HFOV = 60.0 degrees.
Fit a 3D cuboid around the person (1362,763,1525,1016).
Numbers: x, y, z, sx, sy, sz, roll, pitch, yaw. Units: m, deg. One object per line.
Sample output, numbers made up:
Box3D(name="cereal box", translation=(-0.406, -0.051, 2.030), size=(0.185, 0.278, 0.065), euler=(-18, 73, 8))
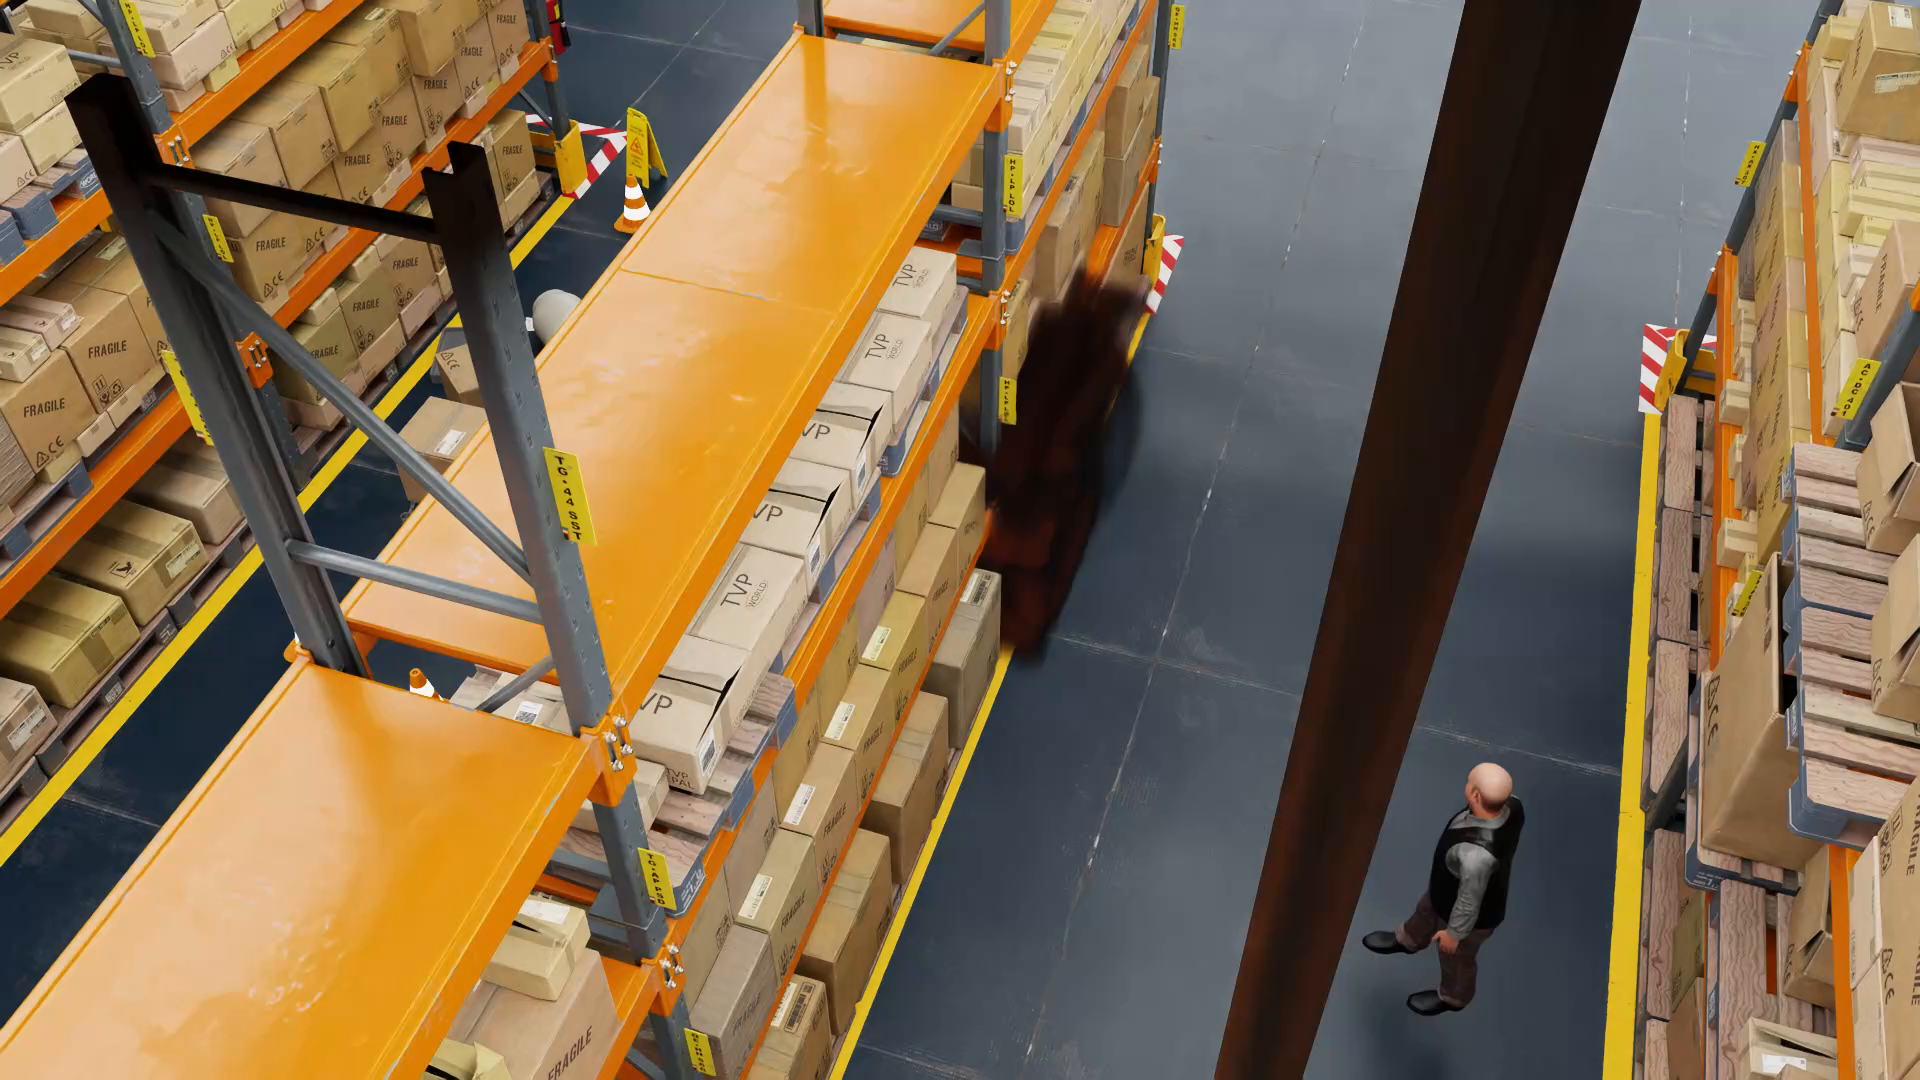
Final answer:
Box3D(name="person", translation=(2.310, 1.686, 7.876), size=(0.577, 1.717, 0.569), euler=(14, 47, 13))
